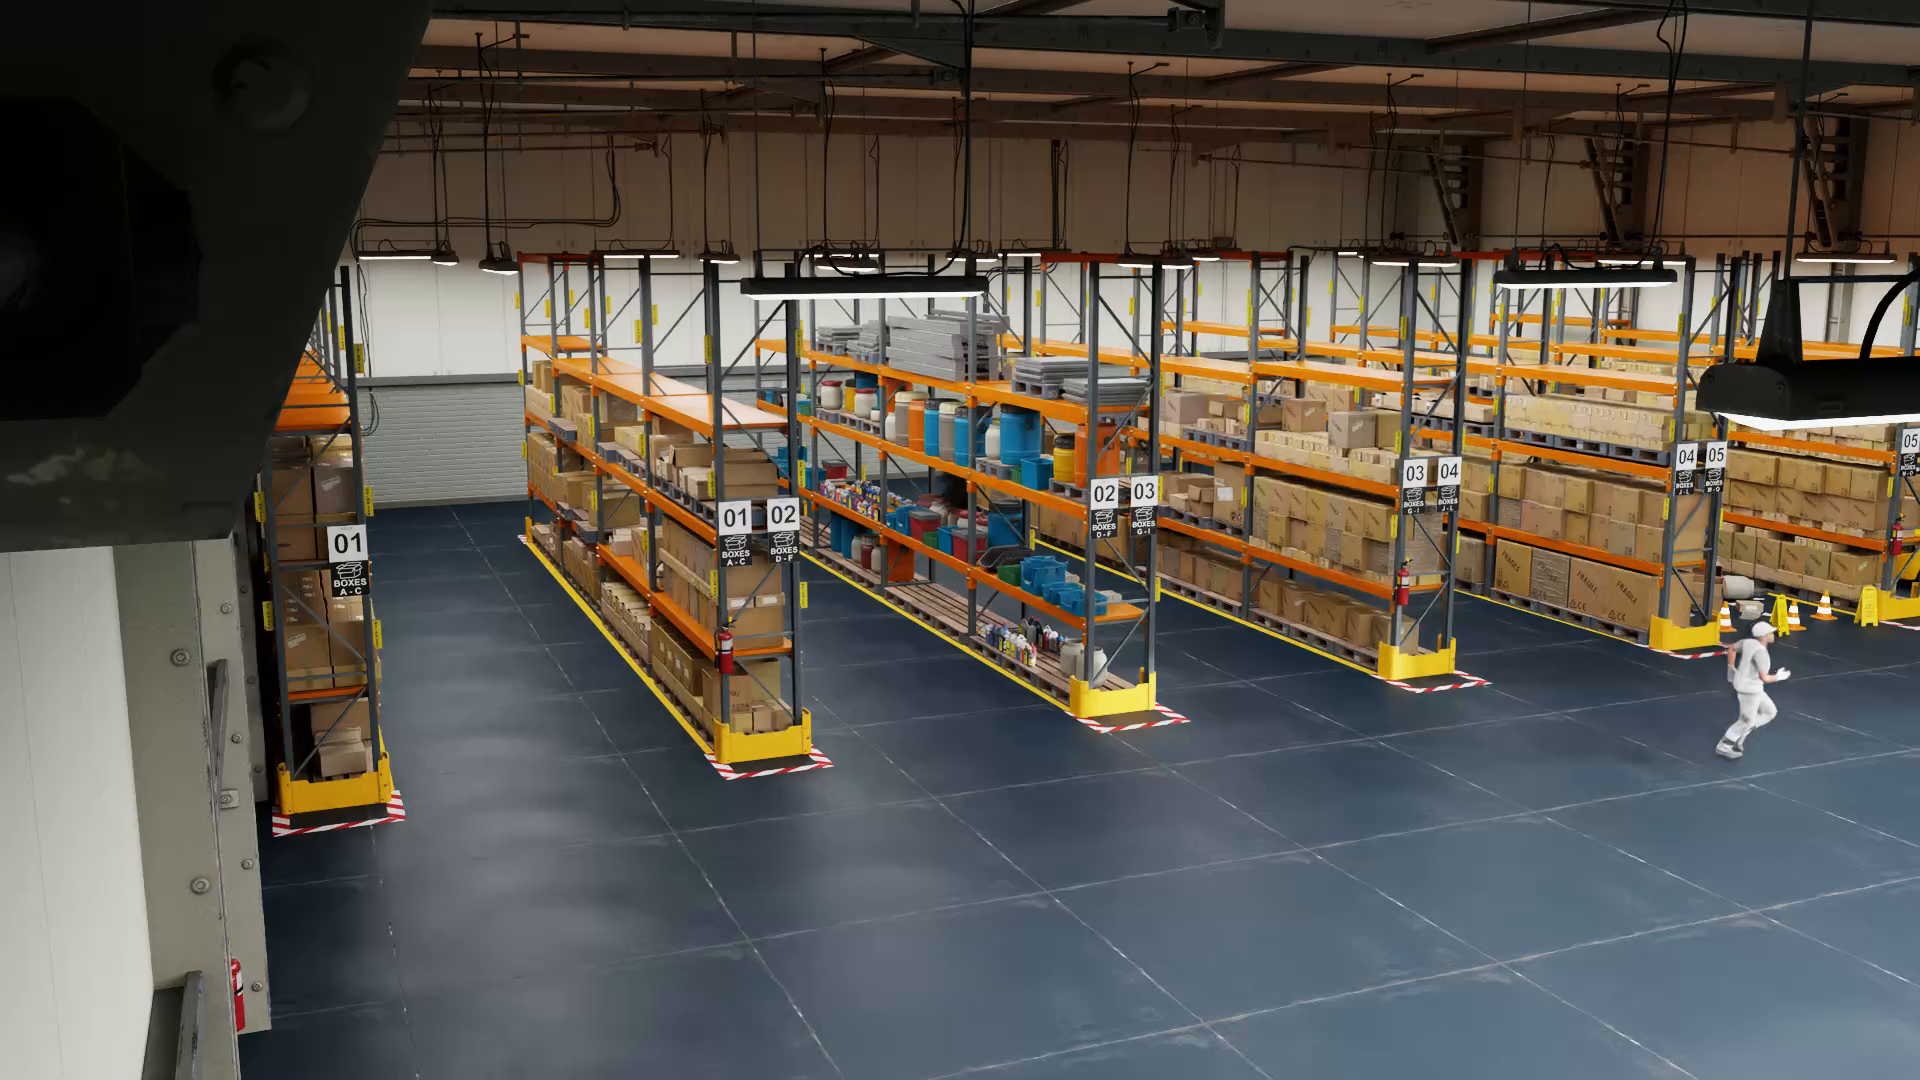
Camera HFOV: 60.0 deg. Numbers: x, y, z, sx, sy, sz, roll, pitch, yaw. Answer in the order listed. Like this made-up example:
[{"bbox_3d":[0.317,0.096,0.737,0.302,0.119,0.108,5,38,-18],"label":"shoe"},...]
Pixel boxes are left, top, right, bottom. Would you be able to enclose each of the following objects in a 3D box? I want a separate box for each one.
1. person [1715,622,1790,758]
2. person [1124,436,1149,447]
[{"bbox_3d":[9.638,1.823,20.174,0.726,1.726,0.704,3,11,14],"label":"person"},{"bbox_3d":[4.220,-1.971,40.895,0.660,1.759,0.802,-7,12,-33],"label":"person"}]
